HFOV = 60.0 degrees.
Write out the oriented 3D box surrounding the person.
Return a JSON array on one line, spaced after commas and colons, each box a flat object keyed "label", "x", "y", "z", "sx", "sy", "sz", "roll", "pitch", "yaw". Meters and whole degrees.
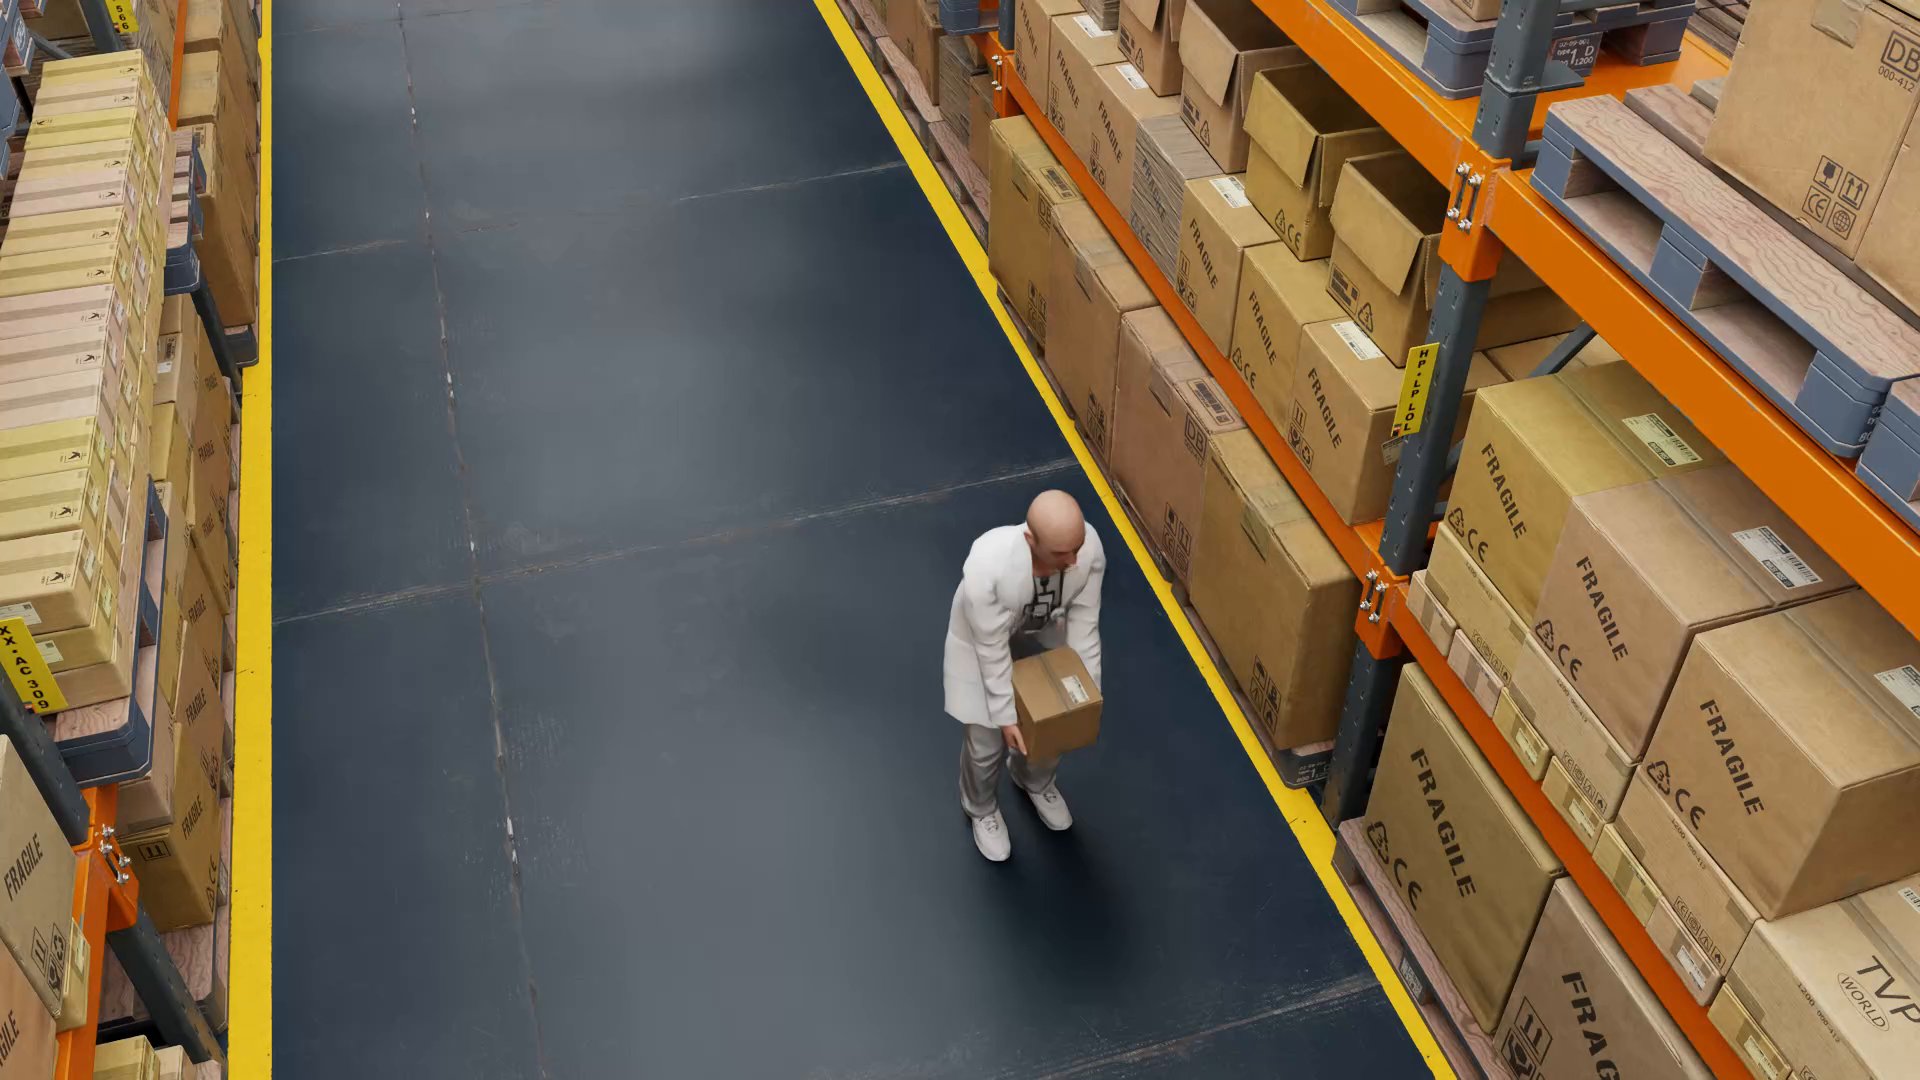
[{"label": "person", "x": 0.221, "y": 0.442, "z": 5.723, "sx": 0.537, "sy": 1.720, "sz": 0.622, "roll": -17, "pitch": 44, "yaw": -18}]
